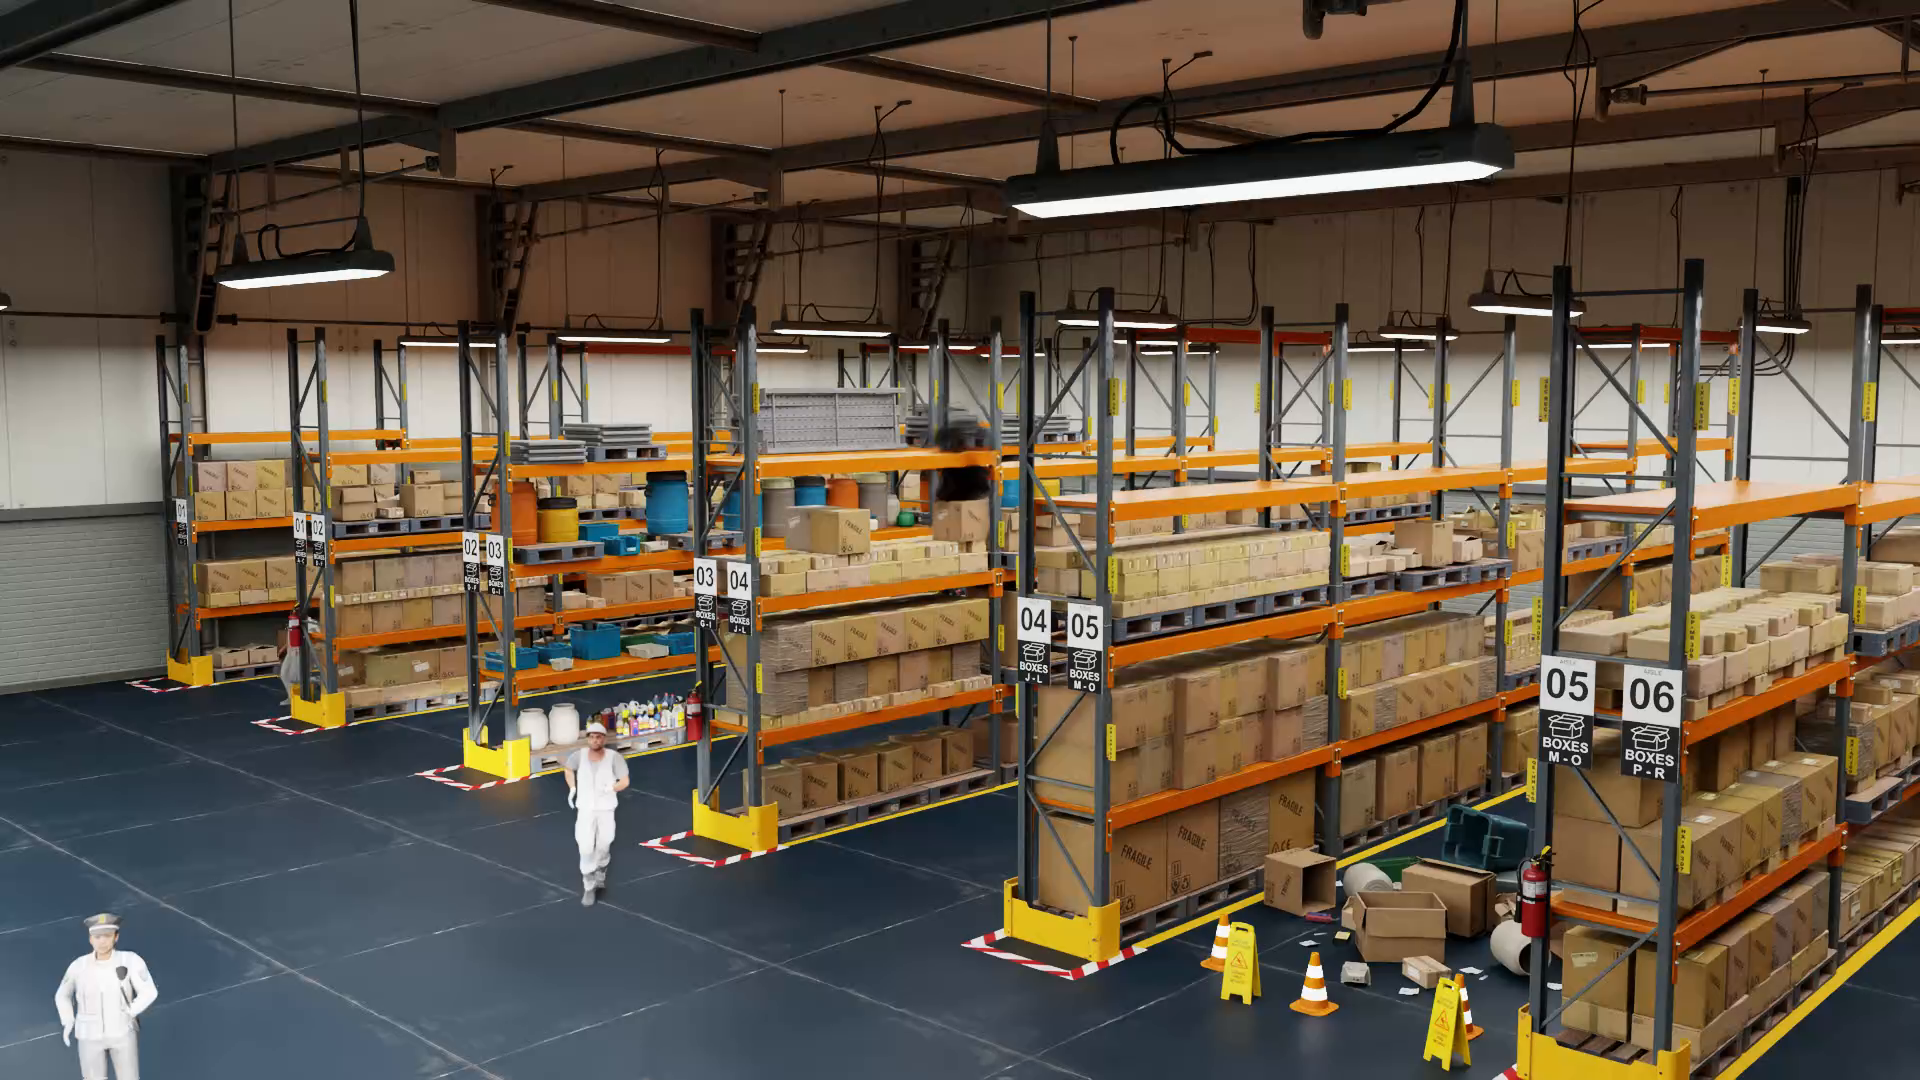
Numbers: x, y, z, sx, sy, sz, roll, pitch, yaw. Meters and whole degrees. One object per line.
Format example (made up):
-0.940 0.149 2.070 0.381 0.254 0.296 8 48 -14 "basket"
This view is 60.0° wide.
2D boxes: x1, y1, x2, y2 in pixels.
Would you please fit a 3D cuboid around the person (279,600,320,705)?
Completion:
-10.612 1.805 26.849 0.704 1.732 0.583 4 7 35 "person"

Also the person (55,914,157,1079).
-5.696 3.295 11.105 0.625 1.660 0.753 -2 6 -22 "person"

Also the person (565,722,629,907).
-3.632 2.725 16.641 0.643 1.830 0.708 -1 5 -10 "person"
